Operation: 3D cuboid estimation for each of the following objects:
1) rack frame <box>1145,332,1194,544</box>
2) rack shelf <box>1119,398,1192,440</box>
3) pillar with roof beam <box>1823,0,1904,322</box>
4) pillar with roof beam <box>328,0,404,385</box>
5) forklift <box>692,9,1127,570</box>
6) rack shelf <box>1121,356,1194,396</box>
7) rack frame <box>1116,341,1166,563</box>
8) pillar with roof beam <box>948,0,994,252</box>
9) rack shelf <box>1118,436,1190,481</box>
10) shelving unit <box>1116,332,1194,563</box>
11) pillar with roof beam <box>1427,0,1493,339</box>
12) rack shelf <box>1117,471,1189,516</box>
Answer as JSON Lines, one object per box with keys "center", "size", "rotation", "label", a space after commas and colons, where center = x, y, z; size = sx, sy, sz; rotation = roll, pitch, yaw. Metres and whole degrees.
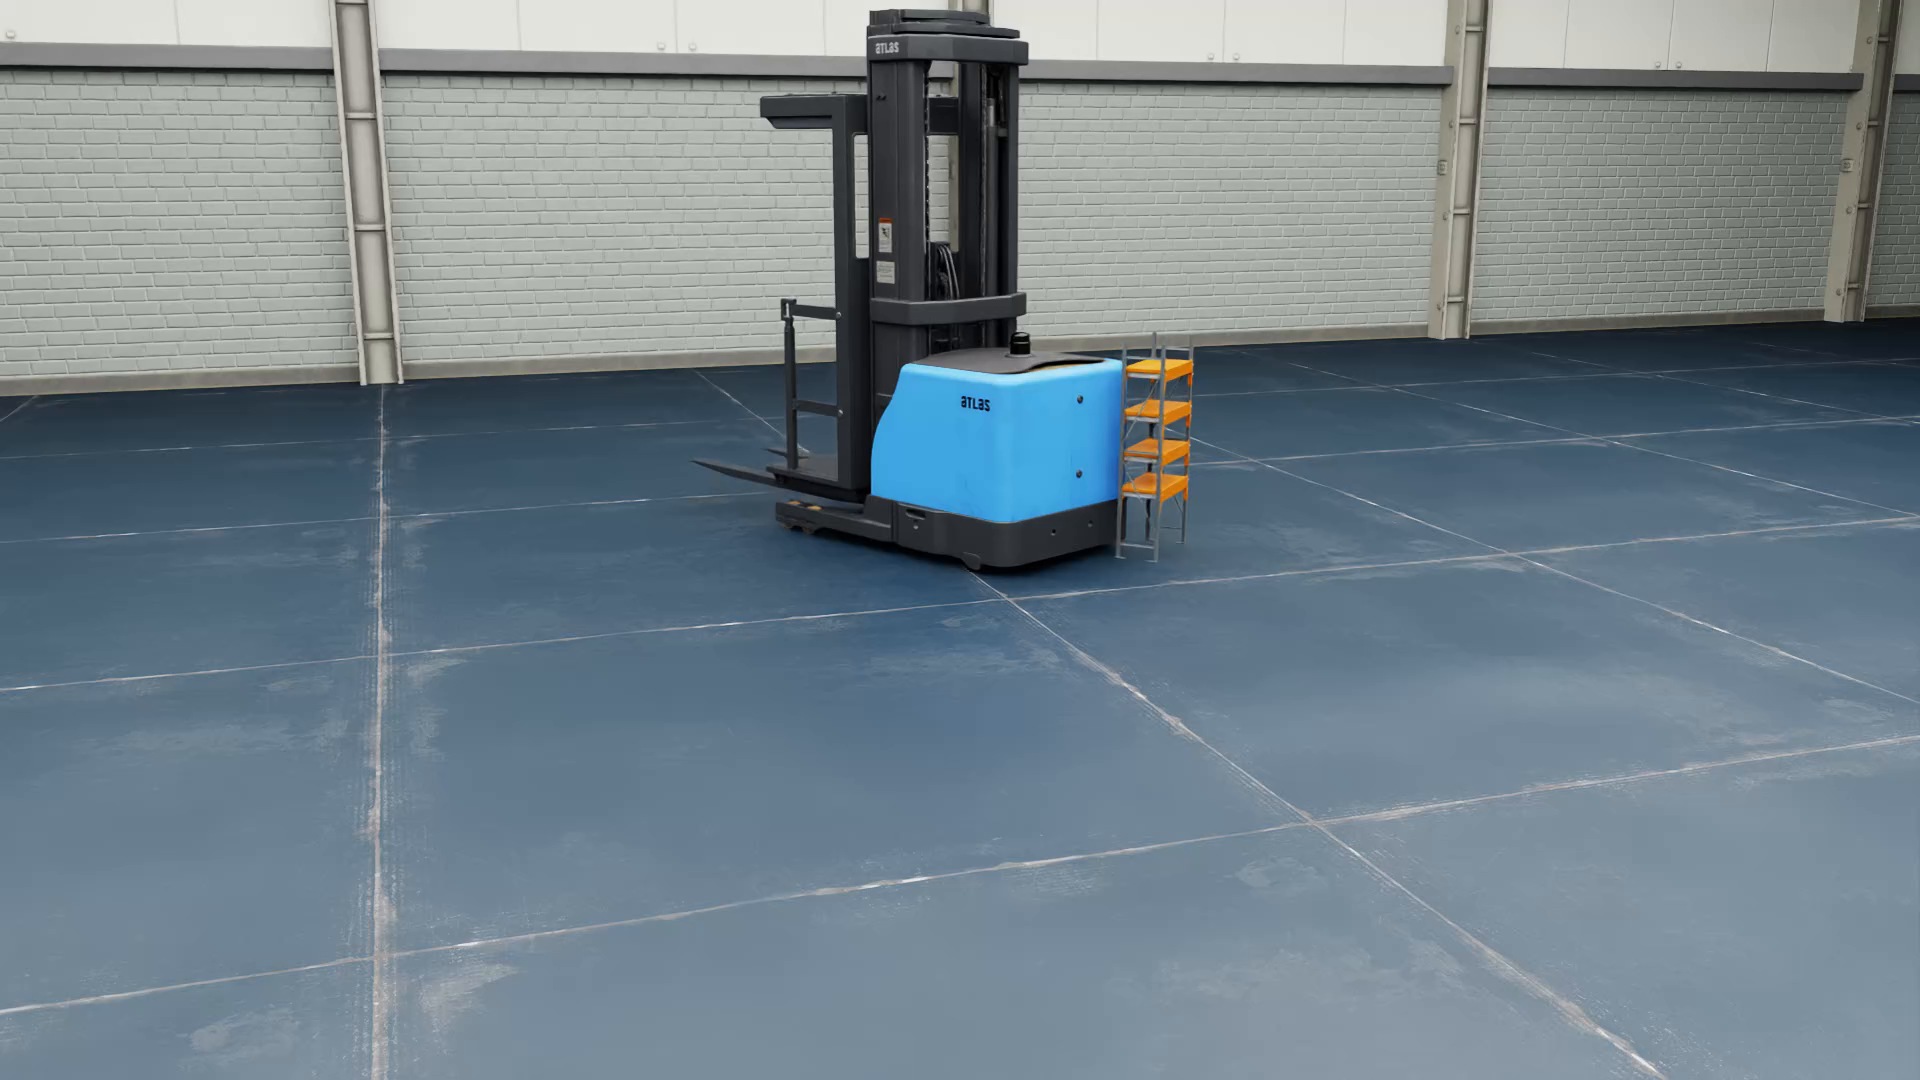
{"center": [1.189, -0.573, 9.453], "size": [0.240, 1.200, 0.015], "rotation": [7, 15, 24], "label": "rack frame"}
{"center": [1.086, -0.674, 9.202], "size": [0.258, 0.148, 0.480], "rotation": [7, 15, 24], "label": "rack shelf"}
{"center": [12.859, -6.285, 16.621], "size": [0.400, 9.000, 9.100], "rotation": [-4, 14, -18], "label": "pillar with roof beam"}
{"center": [-4.201, -4.957, 11.036], "size": [0.400, 9.000, 9.100], "rotation": [-4, 14, -18], "label": "pillar with roof beam"}
{"center": [-0.454, -1.537, 9.769], "size": [1.130, 2.935, 3.031], "rotation": [-13, 18, -43], "label": "forklift"}
{"center": [1.088, -0.904, 9.146], "size": [0.258, 0.148, 0.480], "rotation": [7, 15, 24], "label": "rack shelf"}
{"center": [0.980, -0.471, 9.024], "size": [0.240, 1.200, 0.015], "rotation": [7, 15, 24], "label": "rack frame"}
{"center": [1.485, -5.400, 12.898], "size": [0.400, 9.000, 9.100], "rotation": [-4, 14, -18], "label": "pillar with roof beam"}
{"center": [1.084, -0.457, 9.255], "size": [0.258, 0.148, 0.480], "rotation": [7, 15, 24], "label": "rack shelf"}
{"center": [1.084, -0.522, 9.239], "size": [0.258, 1.200, 0.503], "rotation": [7, 15, 24], "label": "shelving unit"}
{"center": [7.172, -5.843, 14.759], "size": [0.400, 9.000, 9.100], "rotation": [-4, 14, -18], "label": "pillar with roof beam"}
{"center": [1.082, -0.264, 9.301], "size": [0.258, 0.148, 0.480], "rotation": [7, 15, 24], "label": "rack shelf"}
